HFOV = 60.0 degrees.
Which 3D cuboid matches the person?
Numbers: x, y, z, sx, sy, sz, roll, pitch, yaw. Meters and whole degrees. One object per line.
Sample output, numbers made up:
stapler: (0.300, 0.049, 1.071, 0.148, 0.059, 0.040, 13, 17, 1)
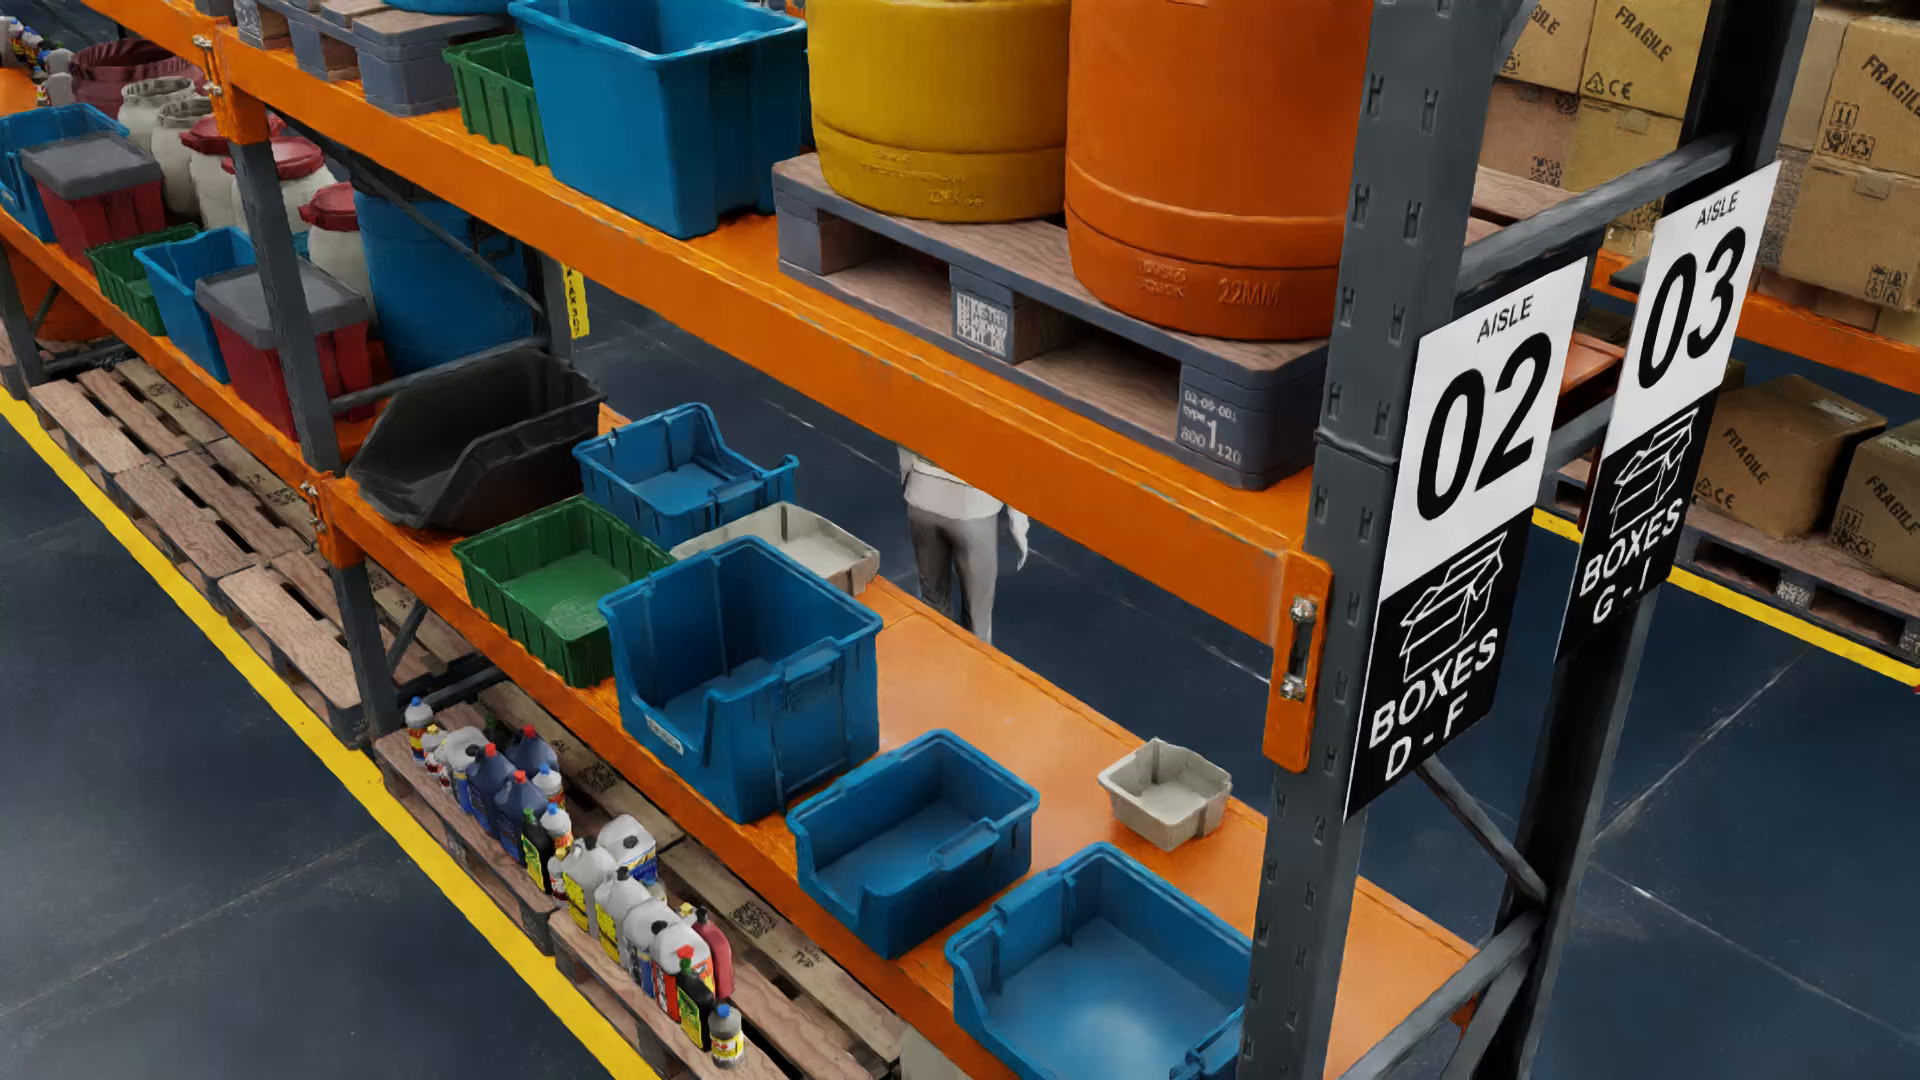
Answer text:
person: (0.039, -0.130, 6.288, 0.545, 1.685, 0.474, 13, 34, 20)
